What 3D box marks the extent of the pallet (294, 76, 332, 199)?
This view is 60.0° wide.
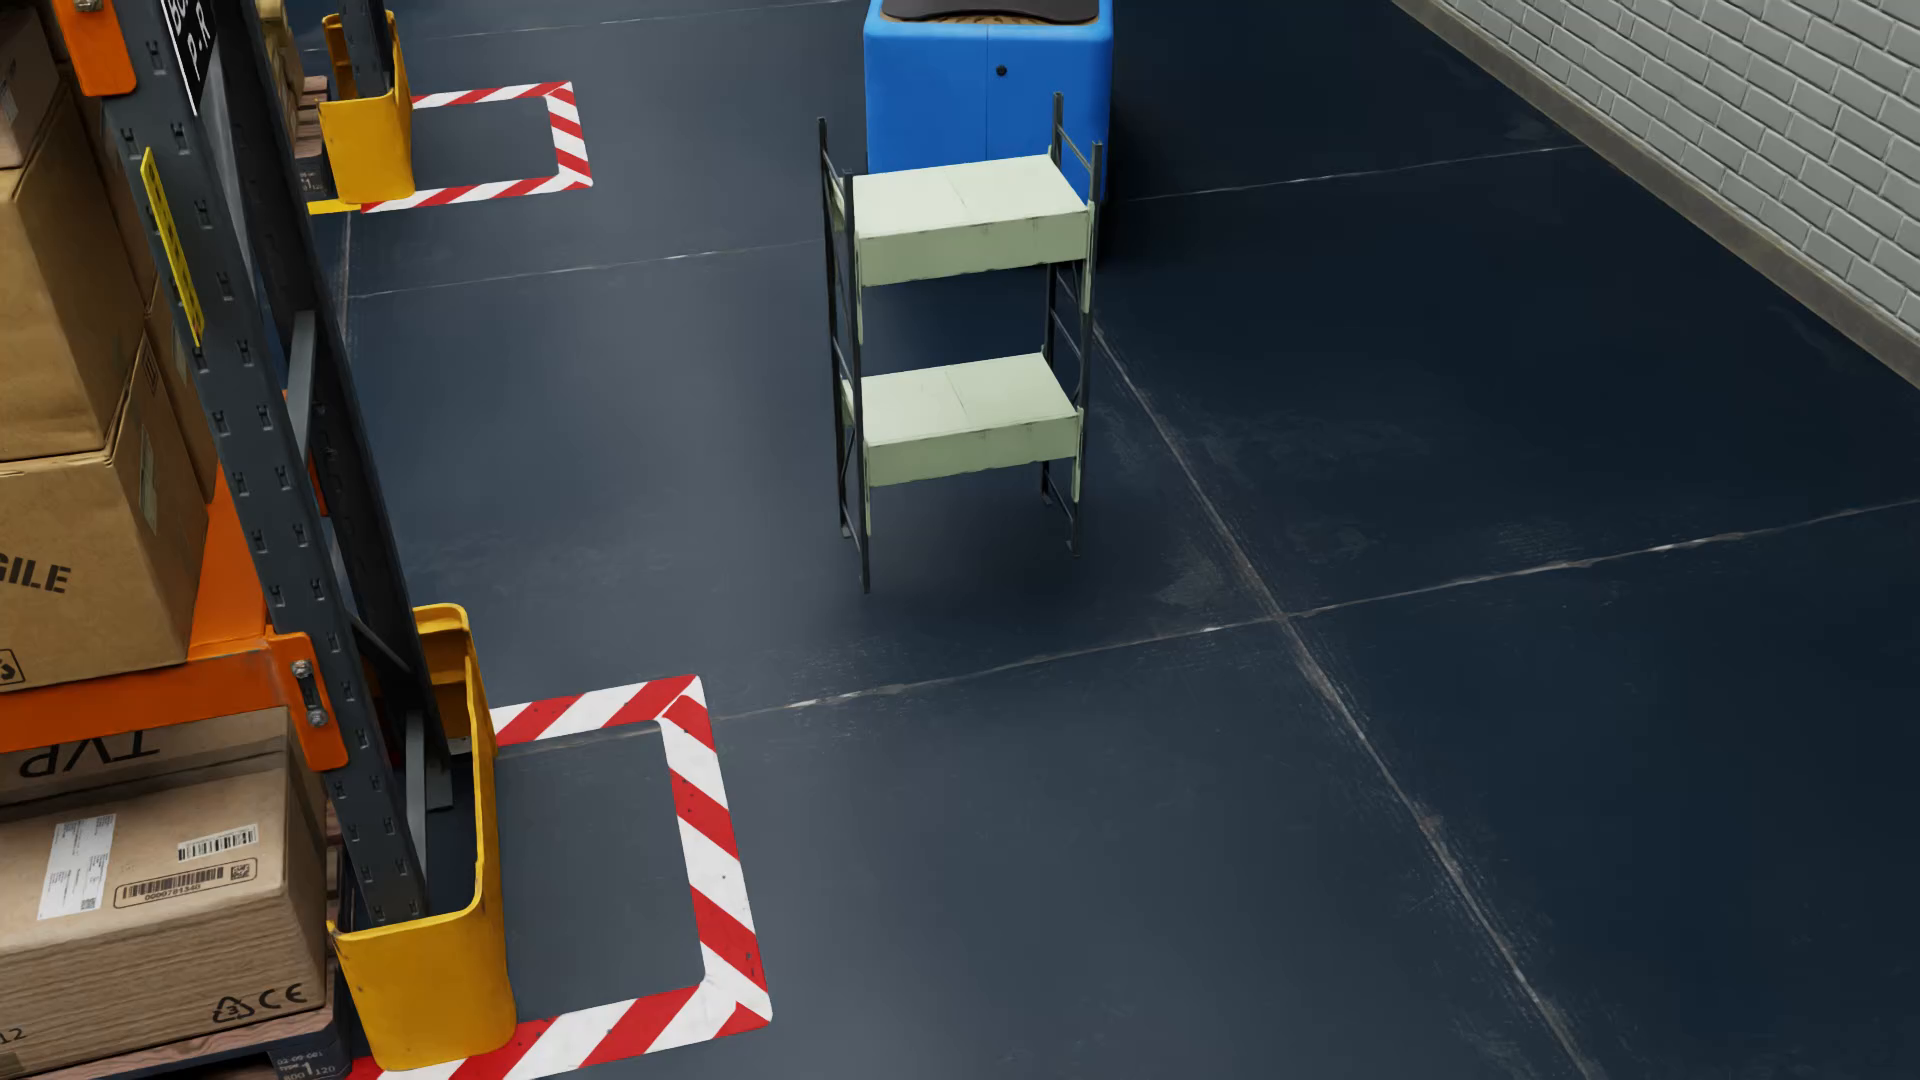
[{"bbox_3d":[-3.691,-1.911,8.075,1.213,0.211,1.003,-9,38,-12],"label":"pallet"}]

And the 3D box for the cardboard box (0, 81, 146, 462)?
[{"bbox_3d":[-1.839,-0.472,2.993,0.500,0.500,0.500,-8,38,-10],"label":"cardboard box"}]

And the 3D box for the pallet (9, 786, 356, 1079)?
[{"bbox_3d":[-2.187,1.029,4.231,1.213,0.211,1.003,-9,38,-12],"label":"pallet"}]

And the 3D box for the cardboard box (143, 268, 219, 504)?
[{"bbox_3d":[-1.974,-0.383,3.700,0.500,0.500,0.500,-10,38,-12],"label":"cardboard box"}]

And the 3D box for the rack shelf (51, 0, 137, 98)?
[{"bbox_3d":[-3.366,-0.840,2.503,4.000,0.370,1.077,-9,38,-12],"label":"rack shelf"}]

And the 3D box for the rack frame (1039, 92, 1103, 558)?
[{"bbox_3d":[0.347,-0.653,5.369,0.023,1.500,0.400,-9,38,-12],"label":"rack frame"}]

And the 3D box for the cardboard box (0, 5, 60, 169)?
[{"bbox_3d":[-1.730,-0.771,2.851,0.250,0.149,0.380,-9,38,-11],"label":"cardboard box"}]

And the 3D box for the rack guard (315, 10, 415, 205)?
[{"bbox_3d":[-2.897,-2.134,8.128,0.348,0.500,1.175,-9,38,-12],"label":"rack guard"}]

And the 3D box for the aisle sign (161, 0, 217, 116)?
[{"bbox_3d":[-1.285,-1.113,2.597,0.004,0.787,0.394,-9,38,-12],"label":"aisle sign"}]

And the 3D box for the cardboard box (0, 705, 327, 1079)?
[{"bbox_3d":[-2.047,0.763,4.047,0.875,0.438,0.875,-11,39,-13],"label":"cardboard box"}]

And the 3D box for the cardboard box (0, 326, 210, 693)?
[{"bbox_3d":[-1.832,-0.059,3.276,0.500,0.500,0.500,-9,38,-12],"label":"cardboard box"}]

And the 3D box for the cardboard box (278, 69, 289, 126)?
[{"bbox_3d":[-3.259,-2.040,7.704,0.250,0.149,0.380,-10,39,-13],"label":"cardboard box"}]

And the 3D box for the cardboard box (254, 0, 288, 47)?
[{"bbox_3d":[-3.418,-2.526,8.094,0.250,0.149,0.380,-11,39,-14],"label":"cardboard box"}]

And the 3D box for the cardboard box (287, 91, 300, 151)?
[{"bbox_3d":[-3.277,-1.968,7.854,0.250,0.149,0.380,-9,38,-11],"label":"cardboard box"}]

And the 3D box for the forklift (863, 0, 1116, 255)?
[{"bbox_3d":[0.195,-3.266,7.607,1.130,2.935,3.031,2,37,3],"label":"forklift"}]

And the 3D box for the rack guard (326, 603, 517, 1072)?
[{"bbox_3d":[-1.412,0.738,4.374,0.348,0.500,1.175,-9,38,-12],"label":"rack guard"}]

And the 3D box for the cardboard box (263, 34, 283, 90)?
[{"bbox_3d":[-3.269,-2.177,7.638,0.250,0.149,0.380,-9,38,-11],"label":"cardboard box"}]

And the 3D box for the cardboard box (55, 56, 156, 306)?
[{"bbox_3d":[-1.973,-0.779,3.395,0.500,0.500,0.500,-10,39,-13],"label":"cardboard box"}]

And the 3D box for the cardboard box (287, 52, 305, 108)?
[{"bbox_3d":[-3.413,-2.278,8.260,0.250,0.149,0.380,-9,38,-11],"label":"cardboard box"}]

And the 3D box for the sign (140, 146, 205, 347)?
[{"bbox_3d":[-1.307,-0.485,2.767,0.005,0.325,0.100,-9,38,-12],"label":"sign"}]

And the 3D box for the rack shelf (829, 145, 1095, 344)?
[{"bbox_3d":[-0.006,-0.905,5.056,0.720,0.370,0.431,-9,38,-12],"label":"rack shelf"}]

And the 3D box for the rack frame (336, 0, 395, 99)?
[{"bbox_3d":[-2.824,-3.139,7.384,0.127,3.000,1.000,-9,38,-12],"label":"rack frame"}]

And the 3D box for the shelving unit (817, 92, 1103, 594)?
[{"bbox_3d":[-0.006,-0.595,5.293,0.755,1.500,0.431,-9,38,-12],"label":"shelving unit"}]

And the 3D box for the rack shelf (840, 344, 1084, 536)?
[{"bbox_3d":[-0.006,-0.336,5.491,0.720,0.370,0.431,-9,38,-12],"label":"rack shelf"}]

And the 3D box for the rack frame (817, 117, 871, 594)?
[{"bbox_3d":[-0.360,-0.537,5.217,0.023,1.500,0.400,-9,38,-12],"label":"rack frame"}]

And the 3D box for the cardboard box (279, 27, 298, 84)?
[{"bbox_3d":[-3.396,-2.359,8.121,0.250,0.149,0.380,-8,38,-10],"label":"cardboard box"}]

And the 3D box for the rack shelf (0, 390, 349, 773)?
[{"bbox_3d":[-3.366,0.351,3.414,4.000,0.370,1.077,-9,38,-12],"label":"rack shelf"}]

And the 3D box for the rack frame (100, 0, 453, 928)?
[{"bbox_3d":[-1.435,-0.251,3.610,0.127,3.000,1.000,-9,38,-12],"label":"rack frame"}]

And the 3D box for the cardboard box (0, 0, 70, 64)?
[{"bbox_3d":[-1.850,-1.052,3.217,0.250,0.149,0.380,-9,38,-11],"label":"cardboard box"}]
